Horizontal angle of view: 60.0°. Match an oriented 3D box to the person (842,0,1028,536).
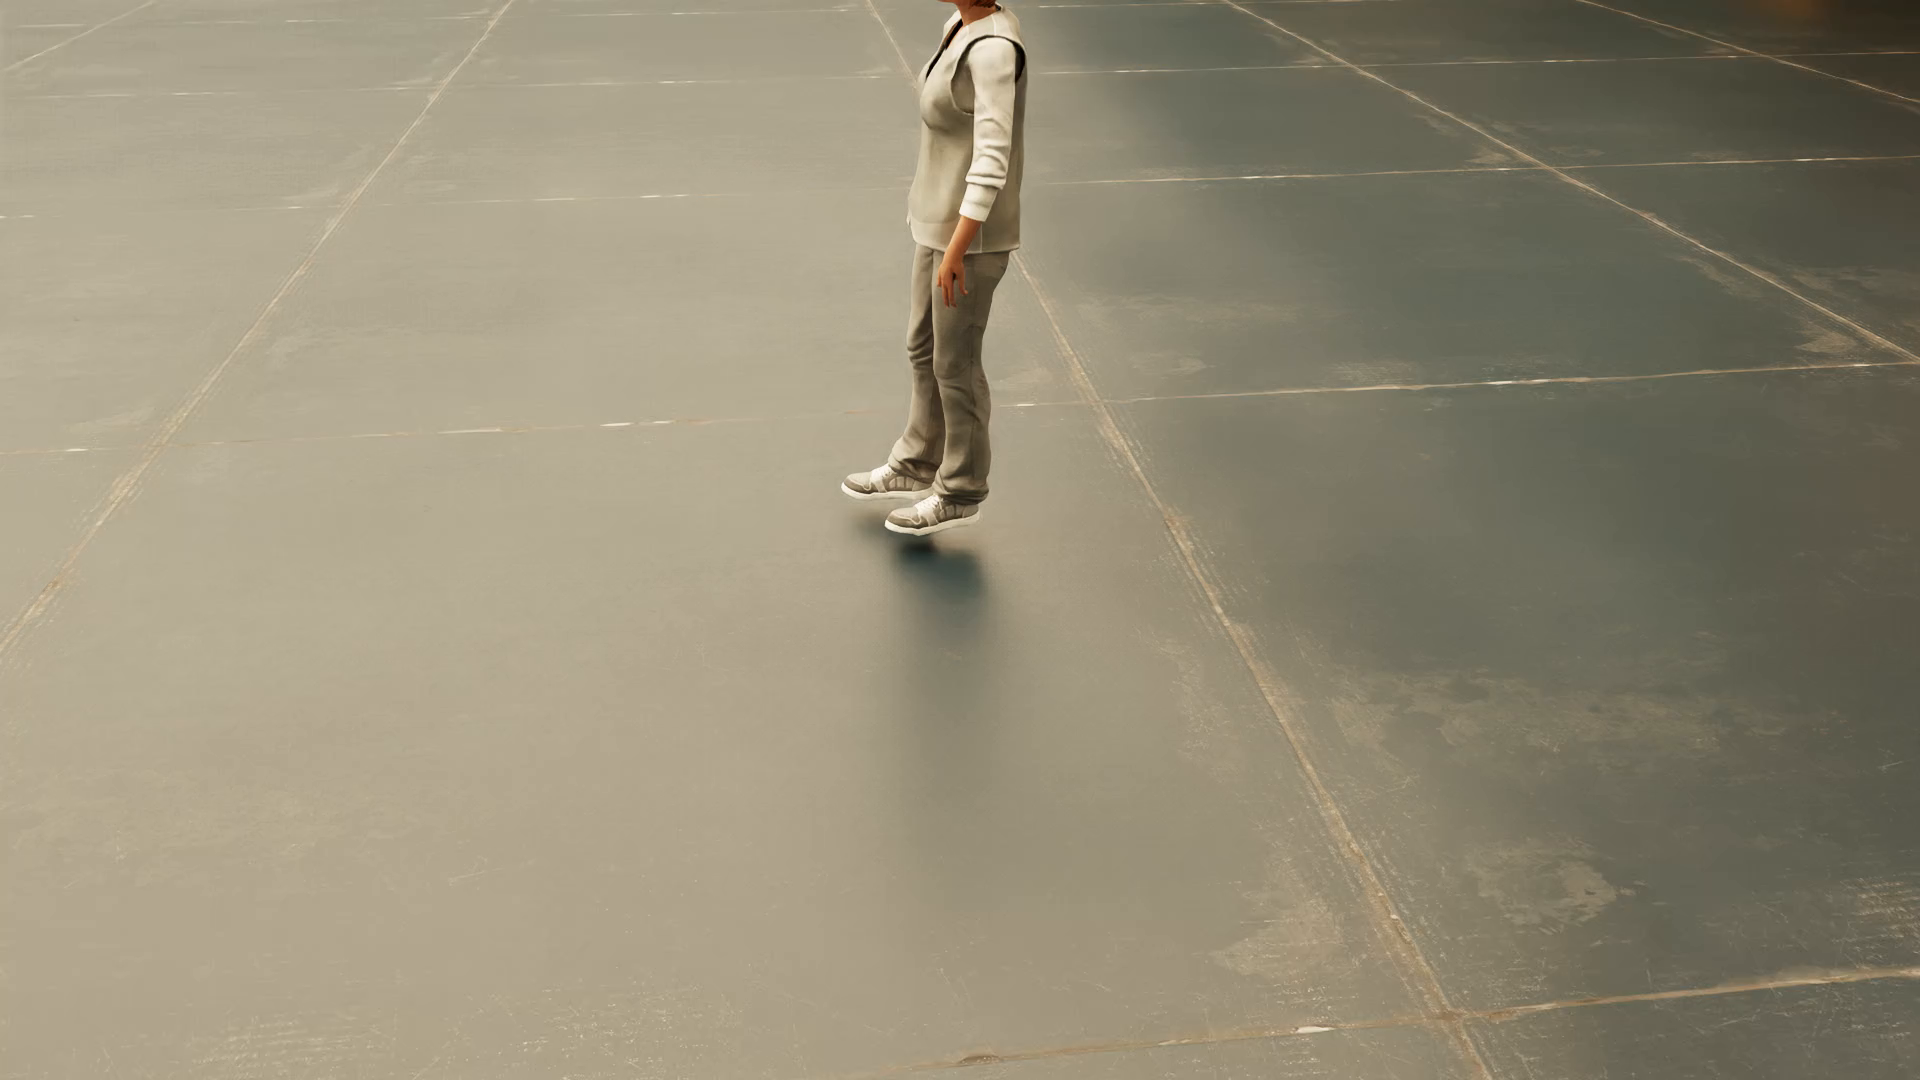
[{"bbox_3d":[-0.076,-0.764,4.242,0.472,1.598,0.521,-3,26,-7],"label":"person"}]
